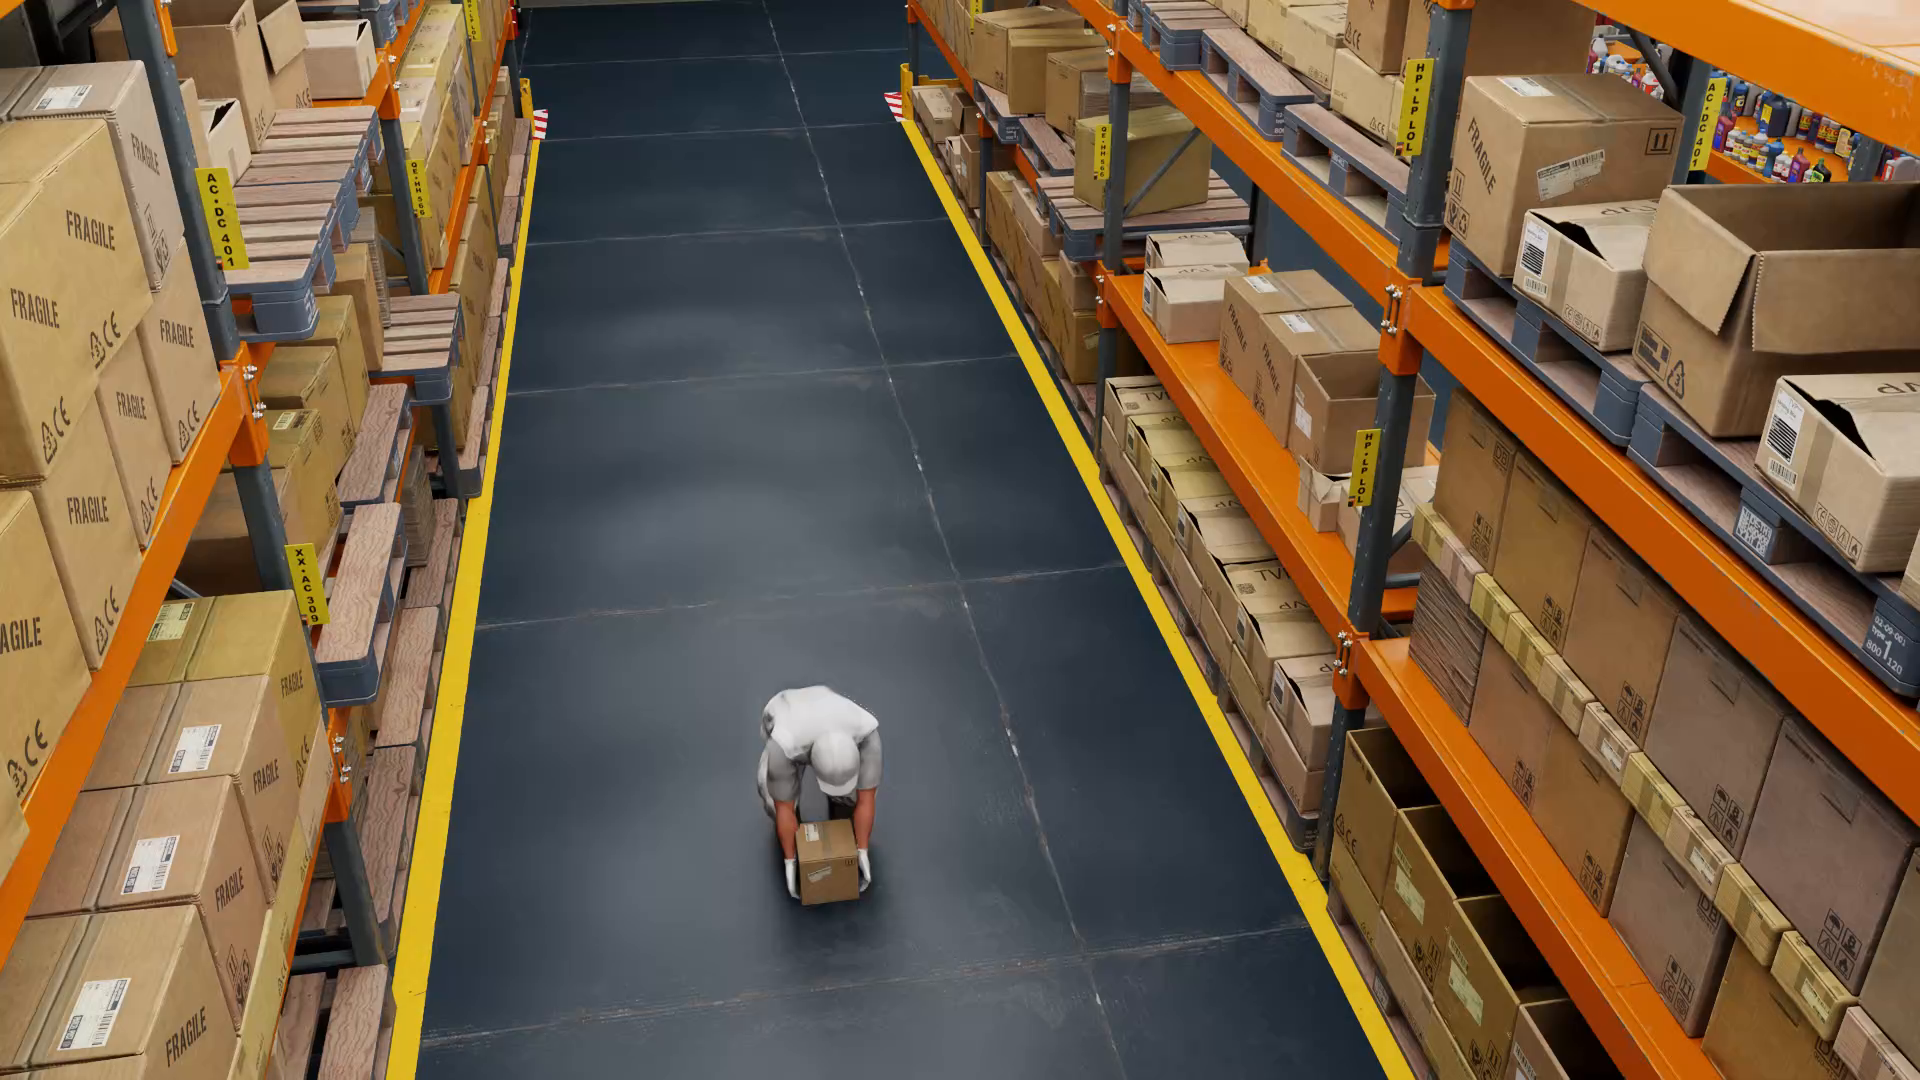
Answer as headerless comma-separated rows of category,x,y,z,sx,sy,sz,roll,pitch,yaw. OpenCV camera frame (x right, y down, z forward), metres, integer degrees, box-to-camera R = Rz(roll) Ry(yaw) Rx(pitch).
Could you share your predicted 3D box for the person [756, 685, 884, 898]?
person,-0.627,1.020,7.381,0.553,0.878,0.901,-5,31,-9
